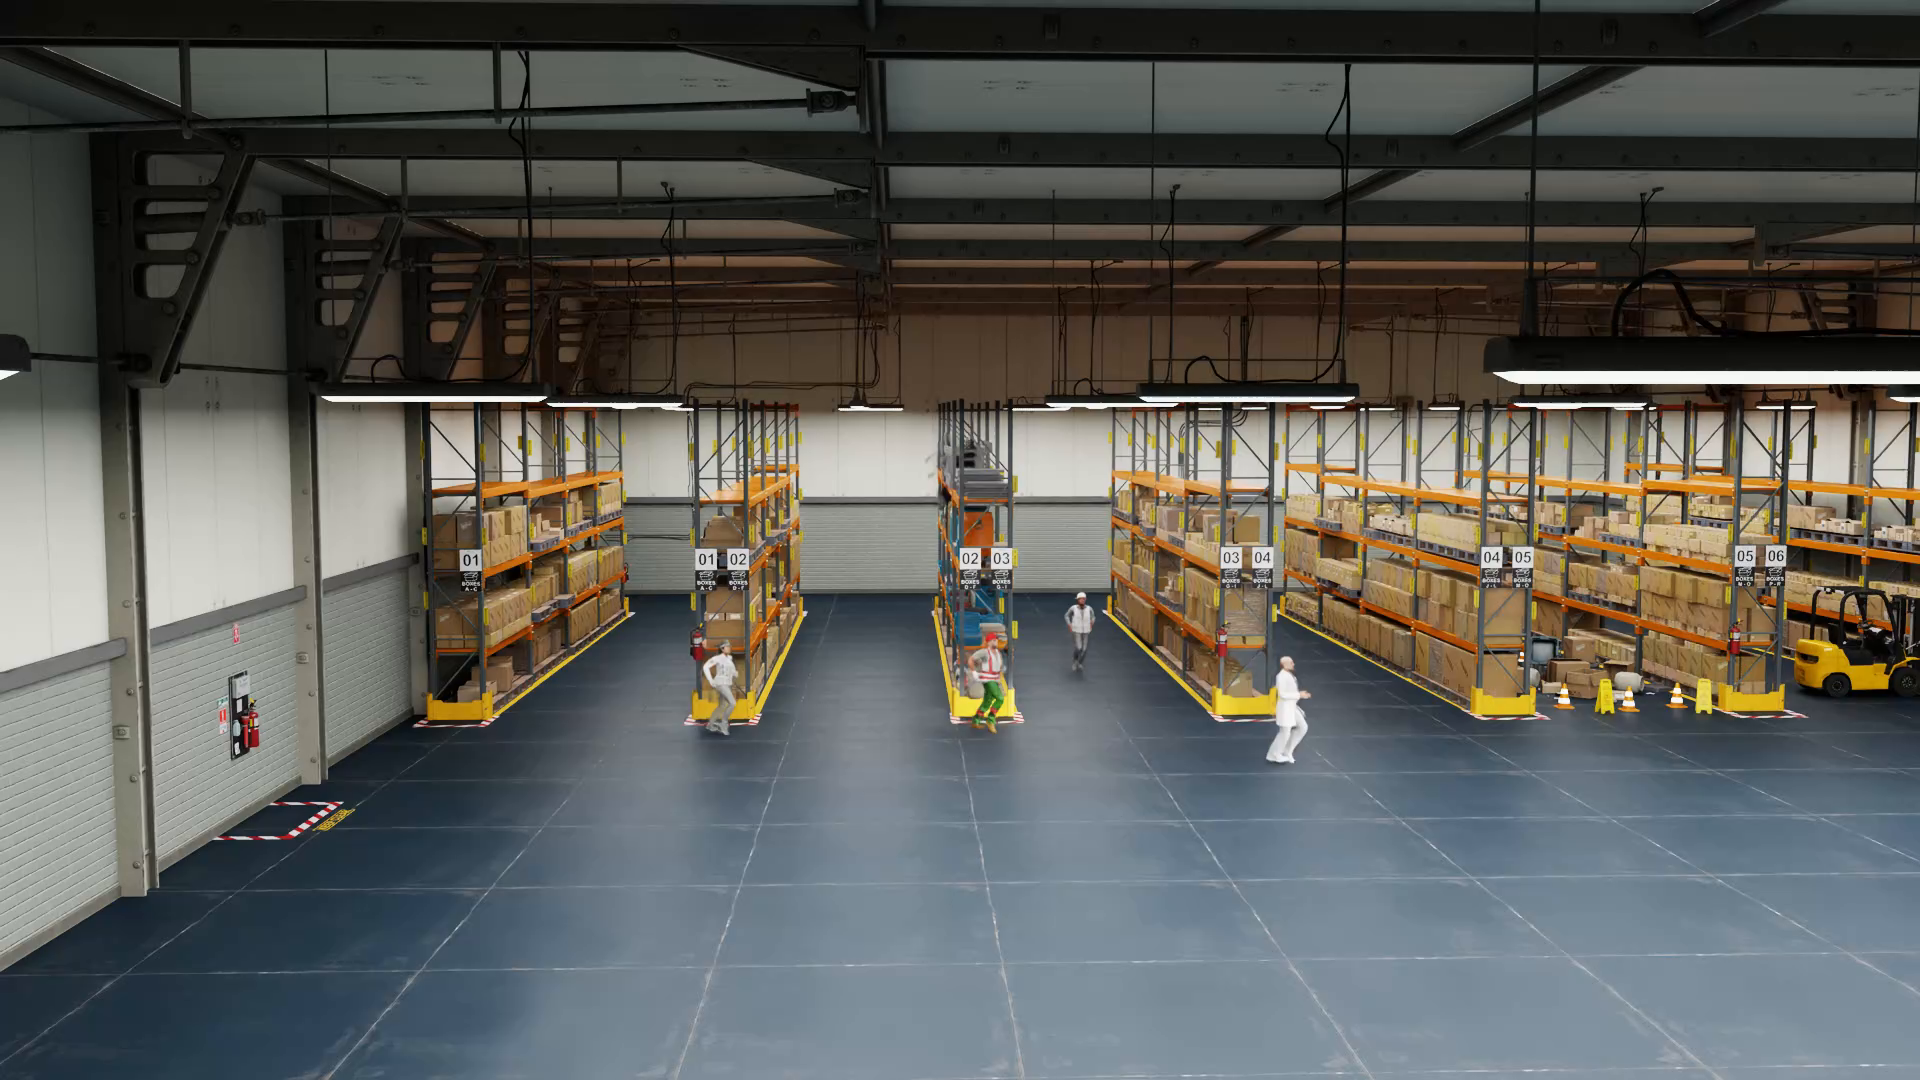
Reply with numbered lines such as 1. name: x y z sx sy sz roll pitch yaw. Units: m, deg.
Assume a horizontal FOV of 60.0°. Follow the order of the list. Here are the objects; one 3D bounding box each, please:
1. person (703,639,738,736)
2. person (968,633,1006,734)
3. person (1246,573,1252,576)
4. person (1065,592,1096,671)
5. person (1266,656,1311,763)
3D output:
1. person: -4.239 2.626 29.786 0.644 1.701 0.601 2 5 21
2. person: 0.539 2.561 29.907 0.706 1.764 0.664 2 5 28
3. person: 8.035 1.262 47.380 0.738 1.743 0.922 2 5 22
4. person: 2.704 2.041 36.923 0.661 1.759 0.677 -1 4 -12
5. person: 5.393 2.881 27.173 0.754 1.584 0.674 2 5 28
